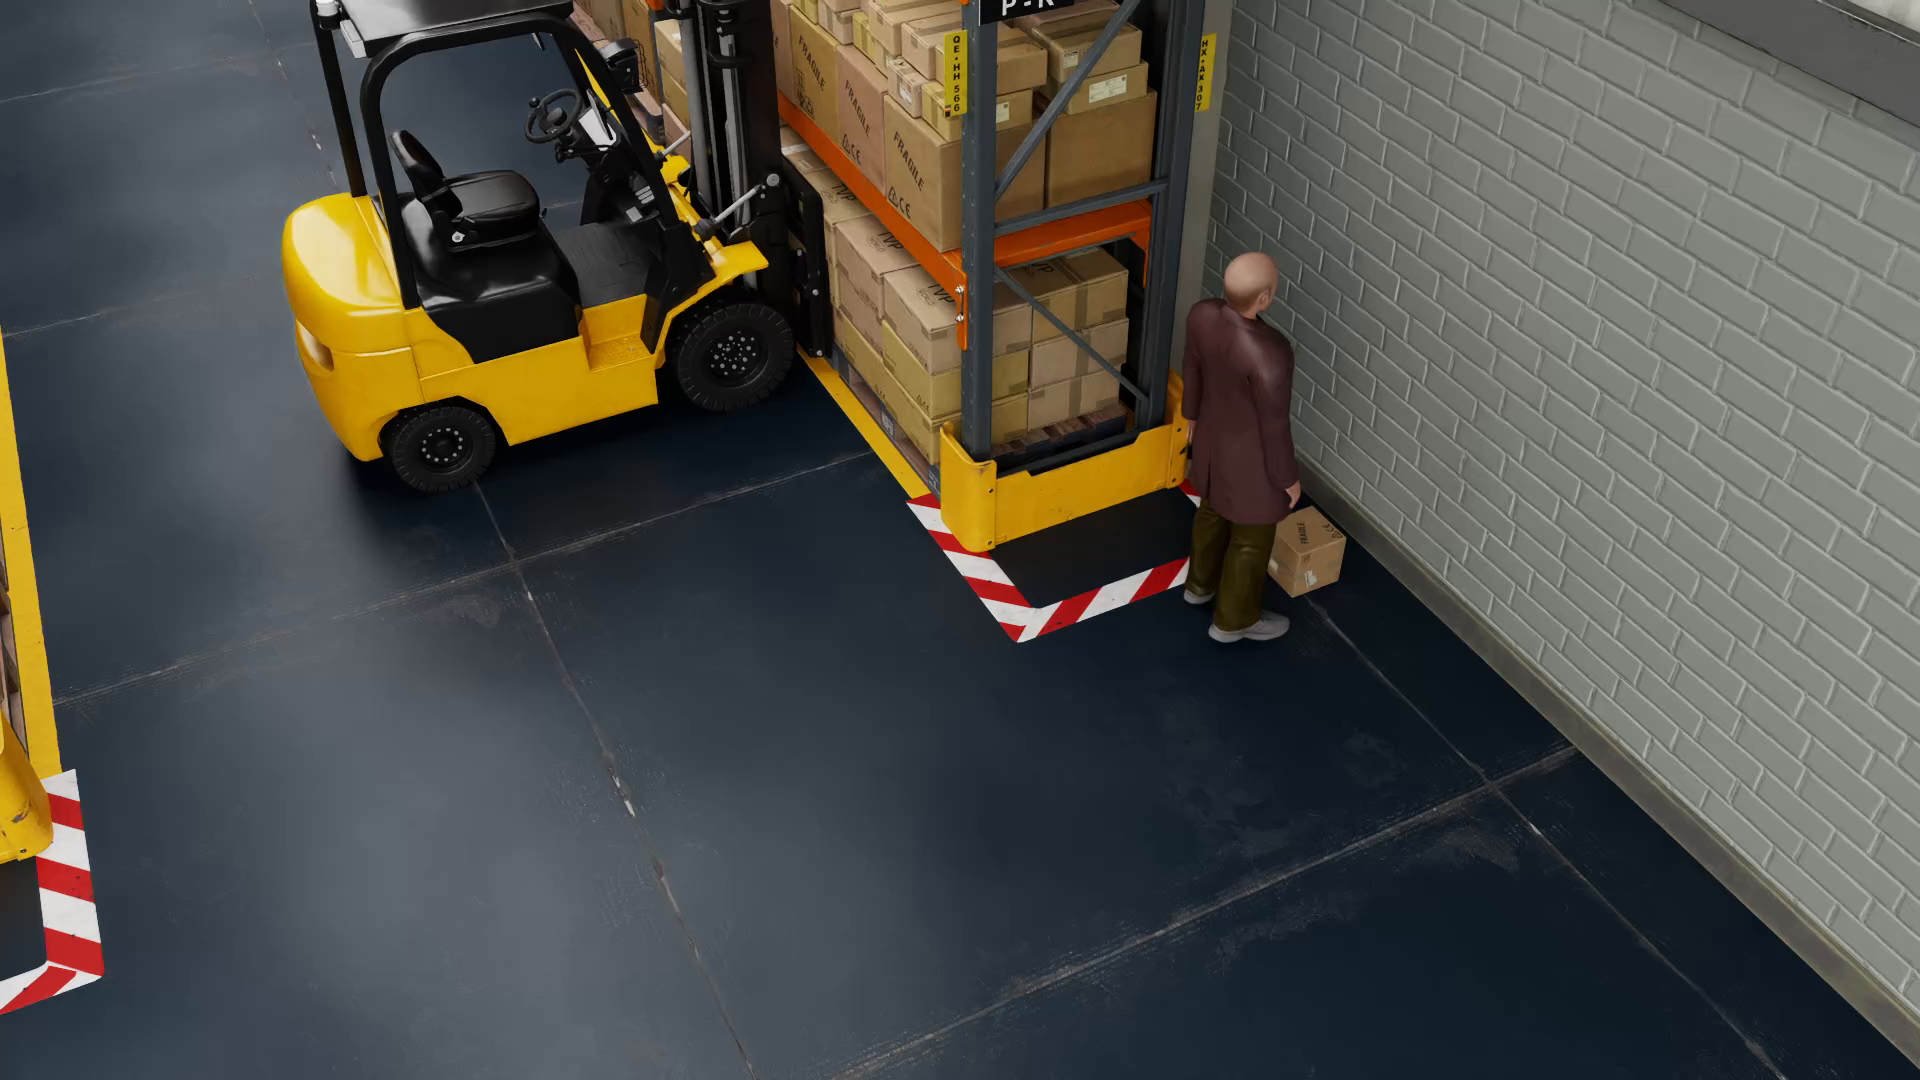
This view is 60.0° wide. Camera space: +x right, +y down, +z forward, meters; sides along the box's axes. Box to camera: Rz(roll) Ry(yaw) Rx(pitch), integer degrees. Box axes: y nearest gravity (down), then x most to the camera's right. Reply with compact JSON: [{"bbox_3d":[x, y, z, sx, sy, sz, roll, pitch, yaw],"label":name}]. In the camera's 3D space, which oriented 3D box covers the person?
[{"bbox_3d":[1.149,-0.375,6.587,0.469,1.804,0.647,-19,44,-21],"label":"person"}]
